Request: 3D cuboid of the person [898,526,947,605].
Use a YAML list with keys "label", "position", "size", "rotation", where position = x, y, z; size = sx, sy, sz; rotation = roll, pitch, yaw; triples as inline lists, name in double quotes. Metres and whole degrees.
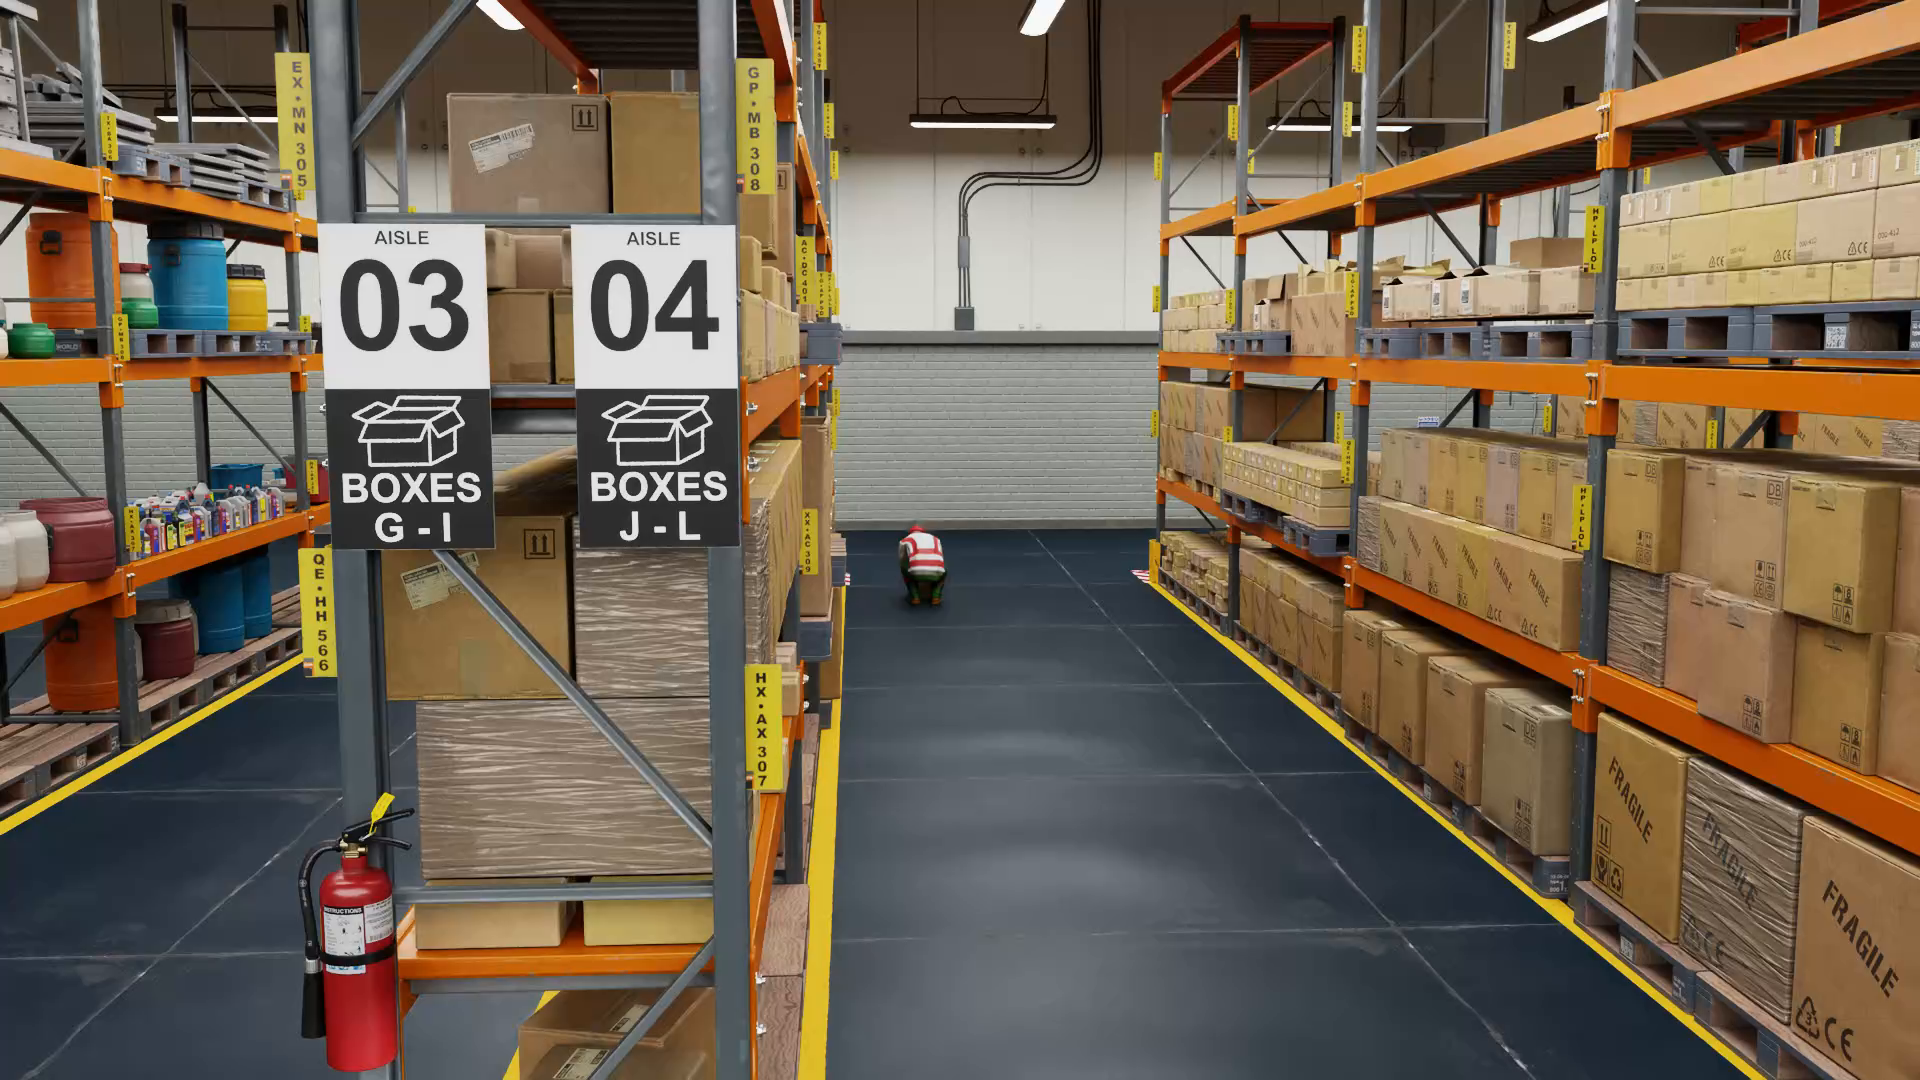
- label: "person"
  position: [-3.347, 0.982, 13.165]
  size: [7.151, 0.880, 11.857]
  rotation: [0, 7, -4]
